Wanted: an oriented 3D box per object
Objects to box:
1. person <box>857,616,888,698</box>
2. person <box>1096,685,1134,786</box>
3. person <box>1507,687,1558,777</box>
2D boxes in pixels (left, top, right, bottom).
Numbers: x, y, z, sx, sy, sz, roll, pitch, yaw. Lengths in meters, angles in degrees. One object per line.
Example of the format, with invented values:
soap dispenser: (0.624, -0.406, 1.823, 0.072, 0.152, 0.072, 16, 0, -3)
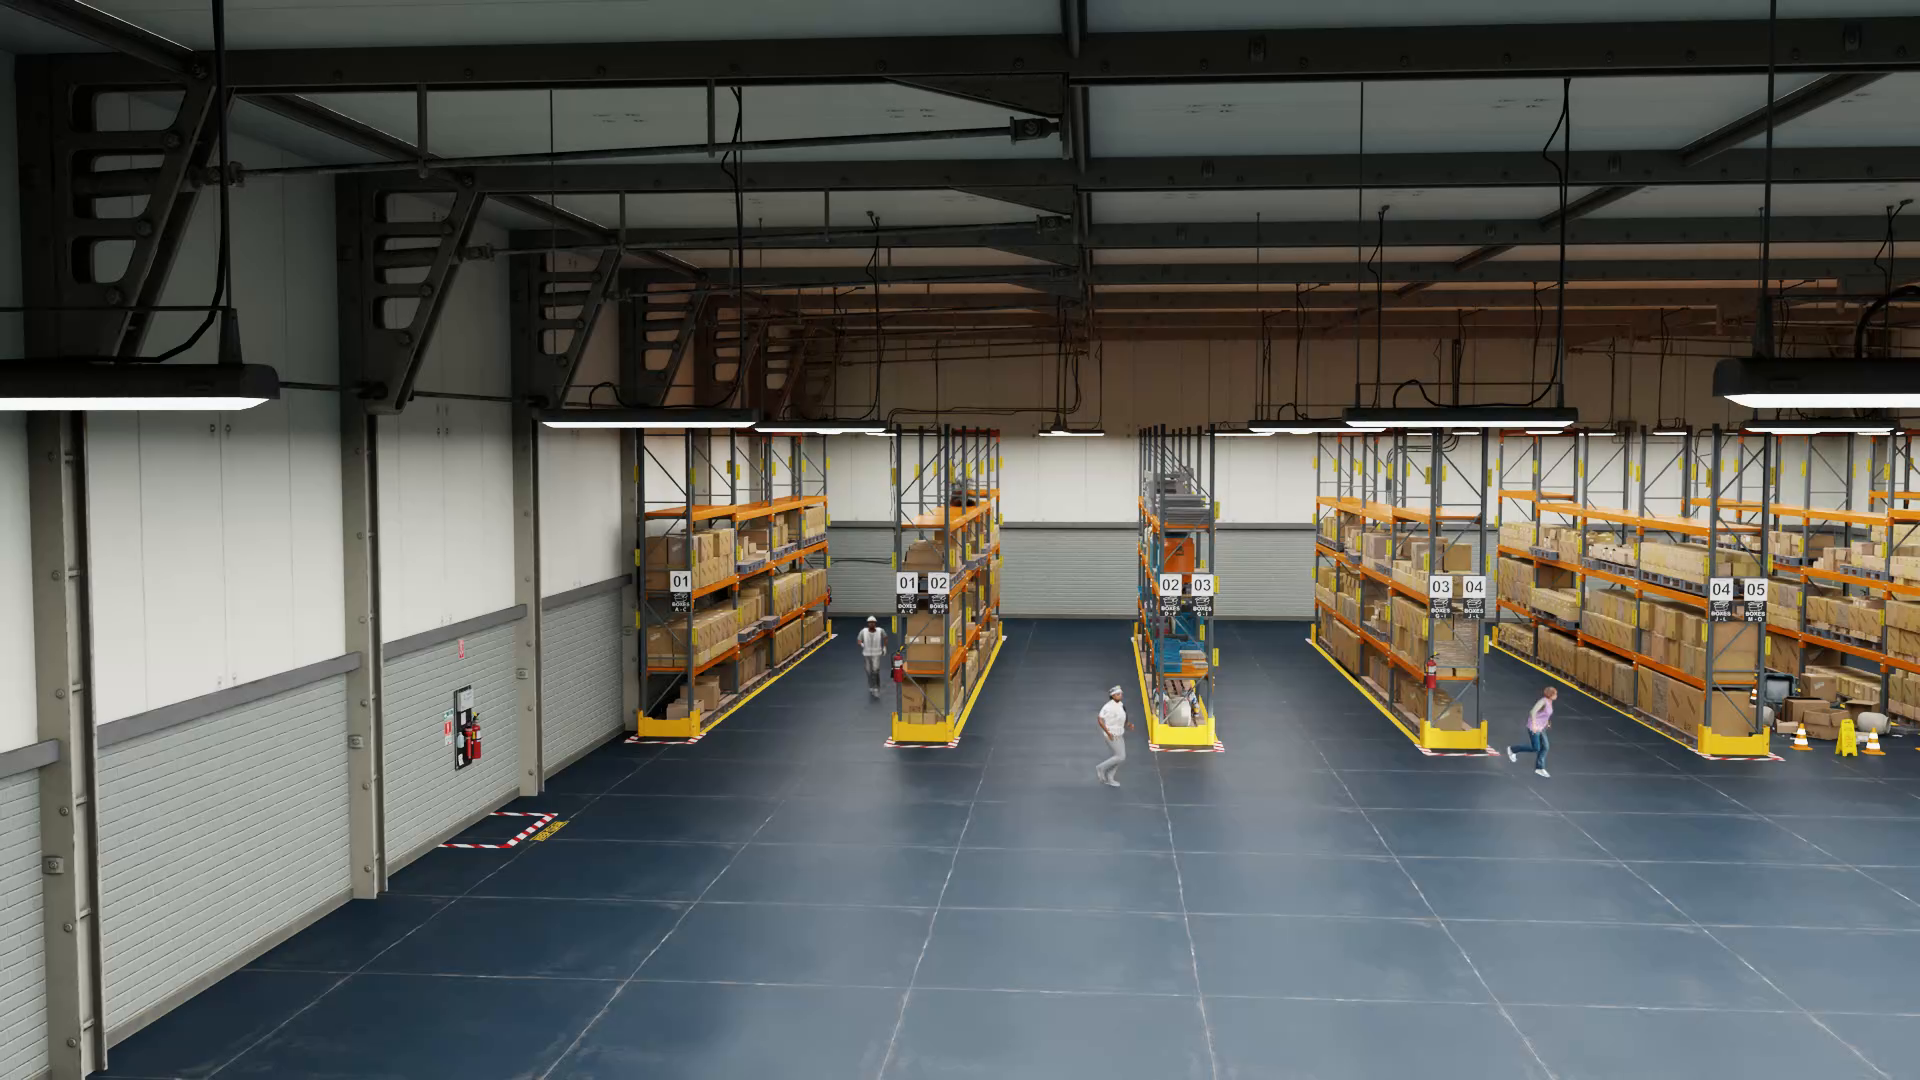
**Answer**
person: (-1.962, 2.599, 36.899, 0.659, 1.829, 0.759, 0, 3, 6)
person: (2.583, 3.224, 27.456, 0.571, 1.670, 0.566, 2, 4, 32)
person: (9.788, 3.249, 28.438, 0.818, 1.547, 0.539, 2, 4, 33)
